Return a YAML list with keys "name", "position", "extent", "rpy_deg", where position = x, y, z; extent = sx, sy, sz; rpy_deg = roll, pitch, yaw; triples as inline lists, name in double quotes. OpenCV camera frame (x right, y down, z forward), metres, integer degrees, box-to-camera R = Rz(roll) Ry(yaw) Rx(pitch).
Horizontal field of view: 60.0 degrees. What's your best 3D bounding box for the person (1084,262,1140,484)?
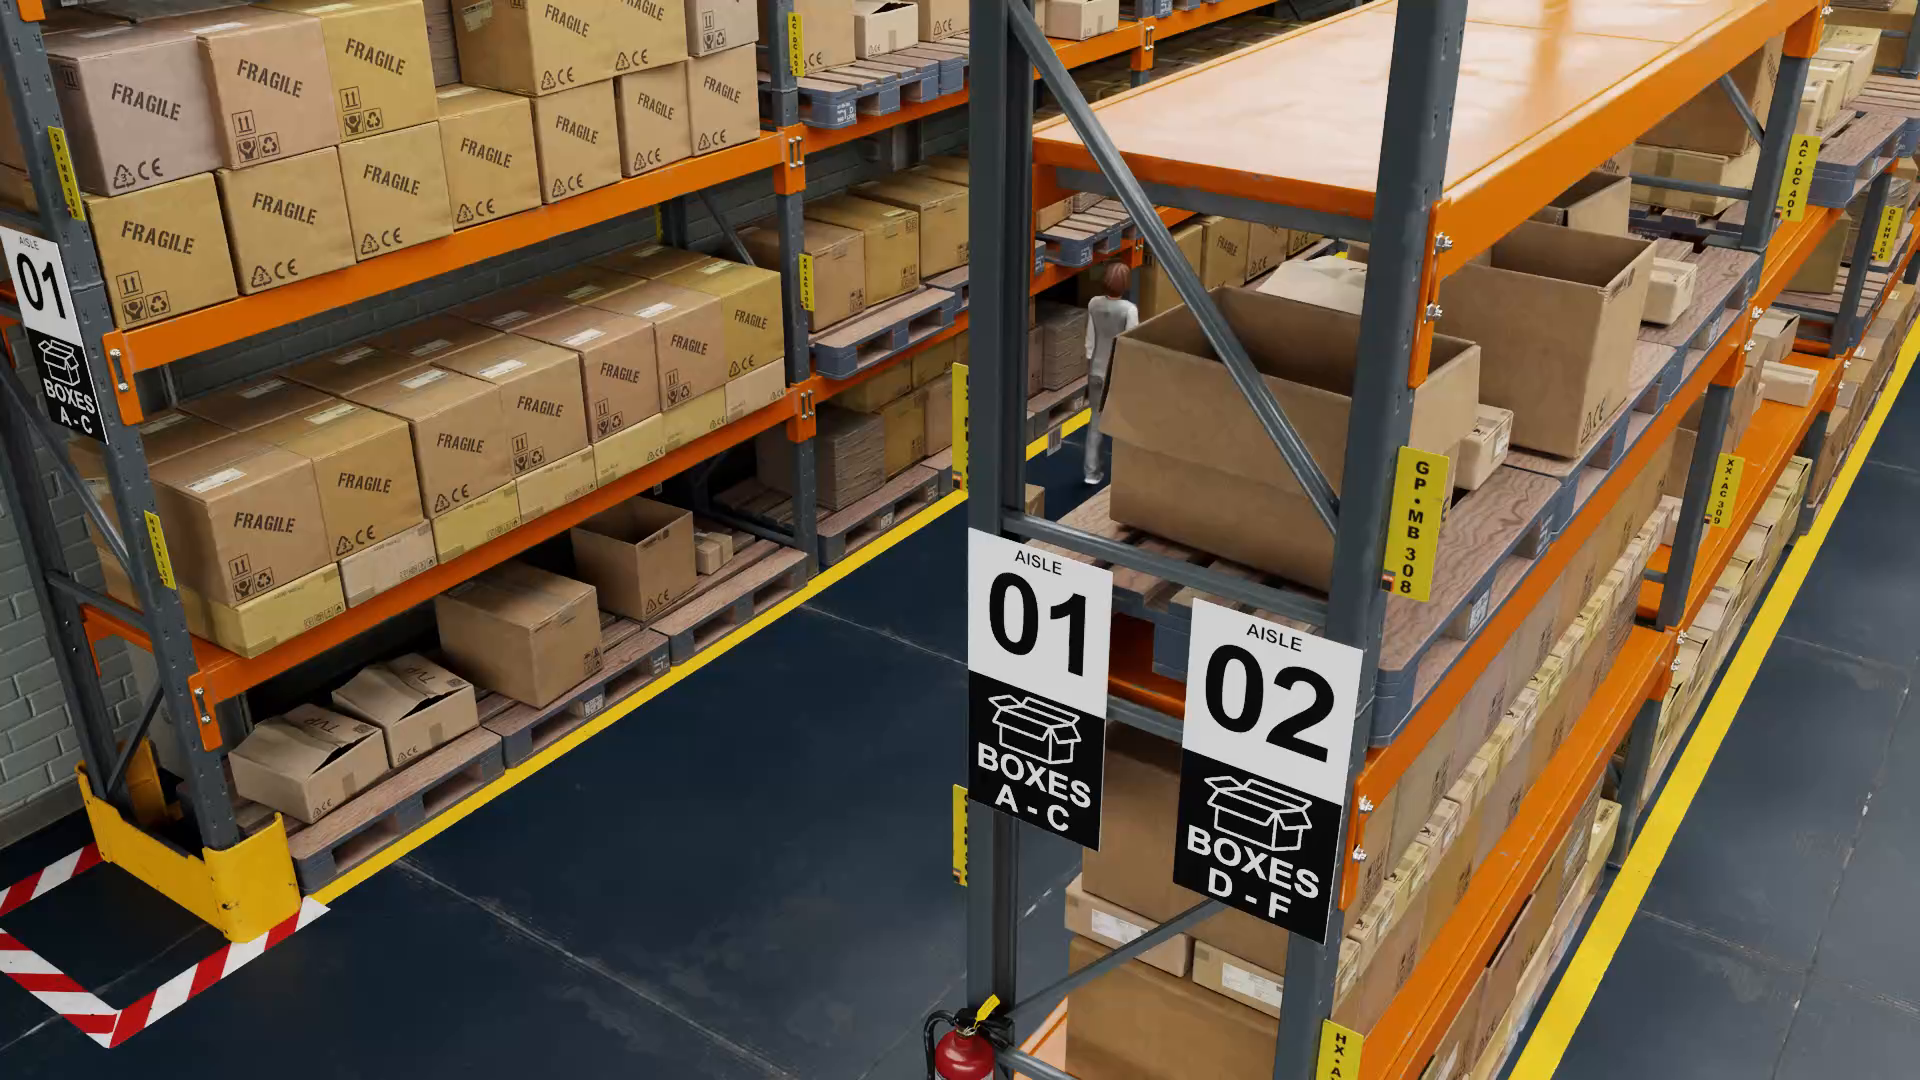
- name: "person"
  position: [1.050, -1.104, 11.283]
  extent: [0.412, 1.628, 0.331]
  rpy_deg: [17, 32, 29]
